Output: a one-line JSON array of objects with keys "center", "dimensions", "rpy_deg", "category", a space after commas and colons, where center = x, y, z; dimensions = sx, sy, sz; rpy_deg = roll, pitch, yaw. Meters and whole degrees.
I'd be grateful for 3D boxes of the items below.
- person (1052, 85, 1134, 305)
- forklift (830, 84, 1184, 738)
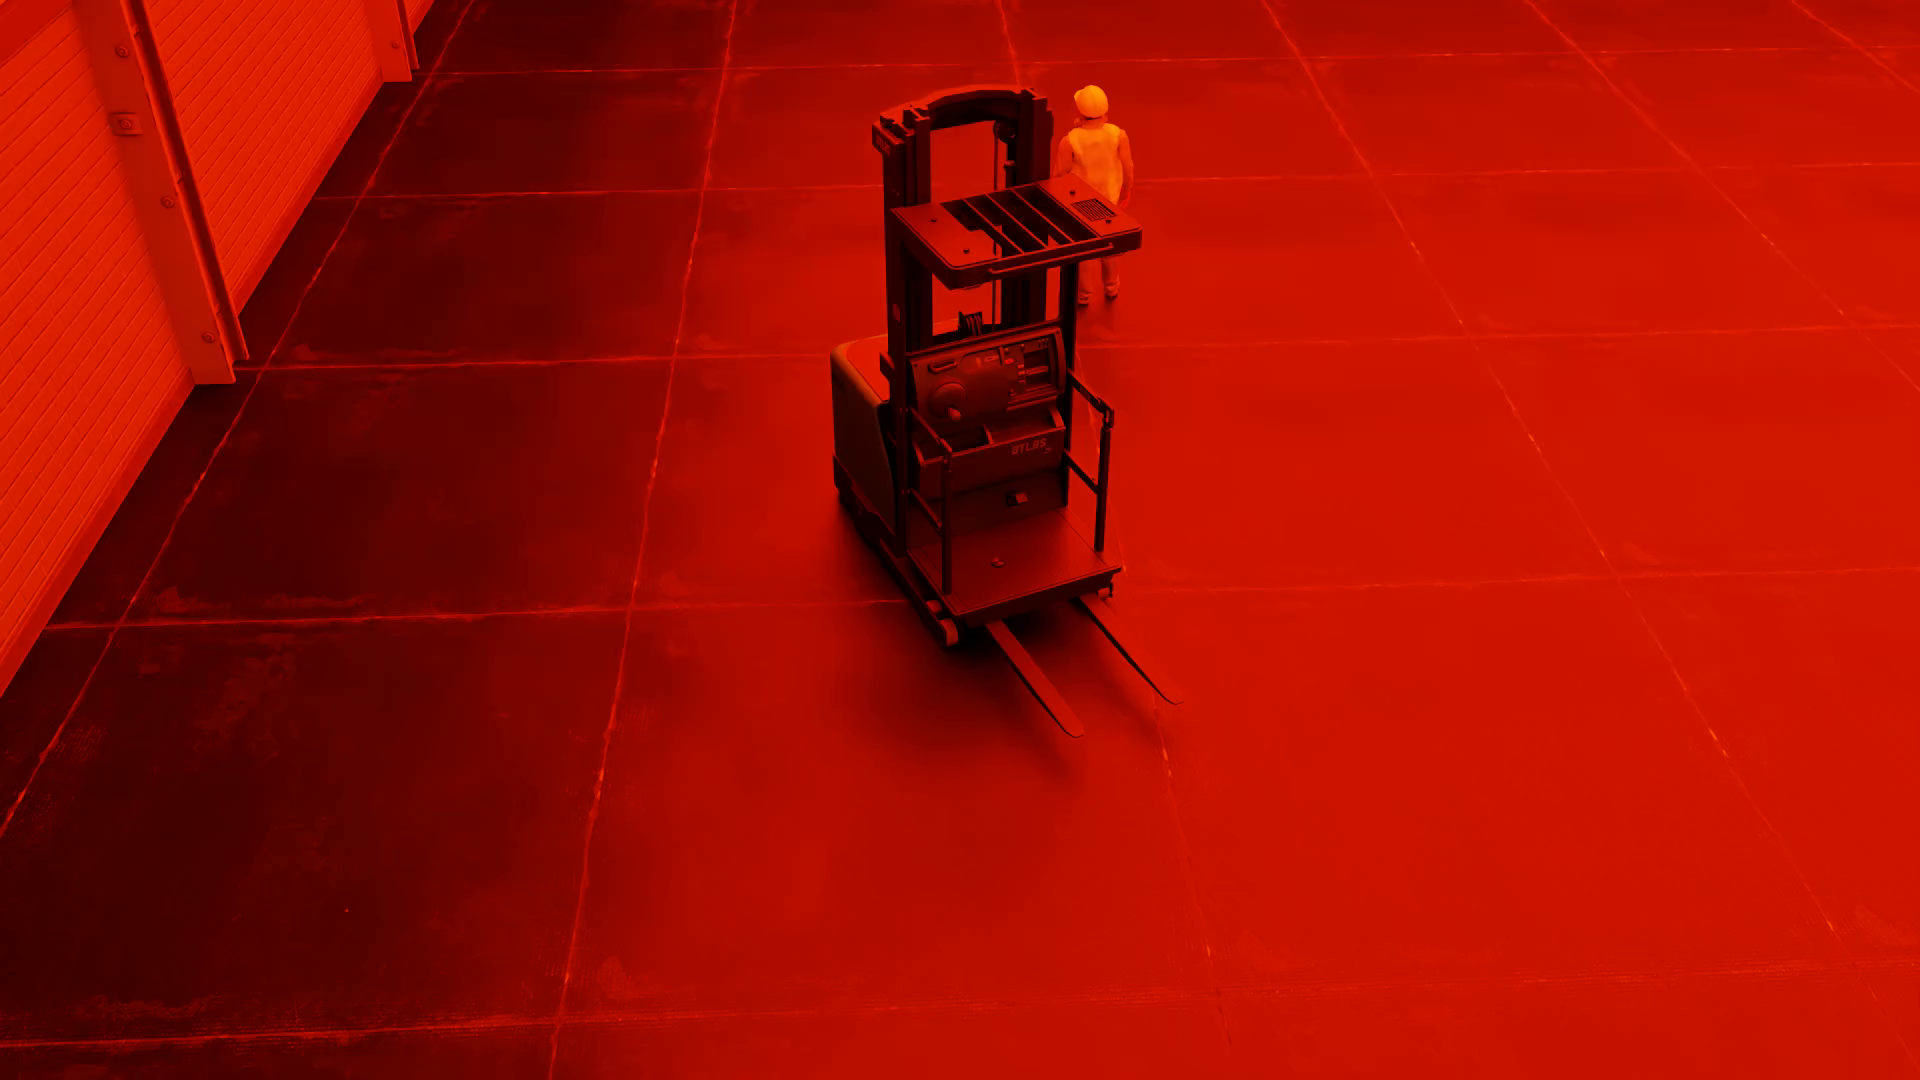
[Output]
[{"center": [0.987, -2.627, 12.587], "dimensions": [0.632, 1.773, 0.569], "rpy_deg": [-4, 36, -5], "category": "person"}, {"center": [0.258, -0.860, 9.192], "dimensions": [1.130, 2.935, 3.031], "rpy_deg": [-15, 39, -20], "category": "forklift"}]
